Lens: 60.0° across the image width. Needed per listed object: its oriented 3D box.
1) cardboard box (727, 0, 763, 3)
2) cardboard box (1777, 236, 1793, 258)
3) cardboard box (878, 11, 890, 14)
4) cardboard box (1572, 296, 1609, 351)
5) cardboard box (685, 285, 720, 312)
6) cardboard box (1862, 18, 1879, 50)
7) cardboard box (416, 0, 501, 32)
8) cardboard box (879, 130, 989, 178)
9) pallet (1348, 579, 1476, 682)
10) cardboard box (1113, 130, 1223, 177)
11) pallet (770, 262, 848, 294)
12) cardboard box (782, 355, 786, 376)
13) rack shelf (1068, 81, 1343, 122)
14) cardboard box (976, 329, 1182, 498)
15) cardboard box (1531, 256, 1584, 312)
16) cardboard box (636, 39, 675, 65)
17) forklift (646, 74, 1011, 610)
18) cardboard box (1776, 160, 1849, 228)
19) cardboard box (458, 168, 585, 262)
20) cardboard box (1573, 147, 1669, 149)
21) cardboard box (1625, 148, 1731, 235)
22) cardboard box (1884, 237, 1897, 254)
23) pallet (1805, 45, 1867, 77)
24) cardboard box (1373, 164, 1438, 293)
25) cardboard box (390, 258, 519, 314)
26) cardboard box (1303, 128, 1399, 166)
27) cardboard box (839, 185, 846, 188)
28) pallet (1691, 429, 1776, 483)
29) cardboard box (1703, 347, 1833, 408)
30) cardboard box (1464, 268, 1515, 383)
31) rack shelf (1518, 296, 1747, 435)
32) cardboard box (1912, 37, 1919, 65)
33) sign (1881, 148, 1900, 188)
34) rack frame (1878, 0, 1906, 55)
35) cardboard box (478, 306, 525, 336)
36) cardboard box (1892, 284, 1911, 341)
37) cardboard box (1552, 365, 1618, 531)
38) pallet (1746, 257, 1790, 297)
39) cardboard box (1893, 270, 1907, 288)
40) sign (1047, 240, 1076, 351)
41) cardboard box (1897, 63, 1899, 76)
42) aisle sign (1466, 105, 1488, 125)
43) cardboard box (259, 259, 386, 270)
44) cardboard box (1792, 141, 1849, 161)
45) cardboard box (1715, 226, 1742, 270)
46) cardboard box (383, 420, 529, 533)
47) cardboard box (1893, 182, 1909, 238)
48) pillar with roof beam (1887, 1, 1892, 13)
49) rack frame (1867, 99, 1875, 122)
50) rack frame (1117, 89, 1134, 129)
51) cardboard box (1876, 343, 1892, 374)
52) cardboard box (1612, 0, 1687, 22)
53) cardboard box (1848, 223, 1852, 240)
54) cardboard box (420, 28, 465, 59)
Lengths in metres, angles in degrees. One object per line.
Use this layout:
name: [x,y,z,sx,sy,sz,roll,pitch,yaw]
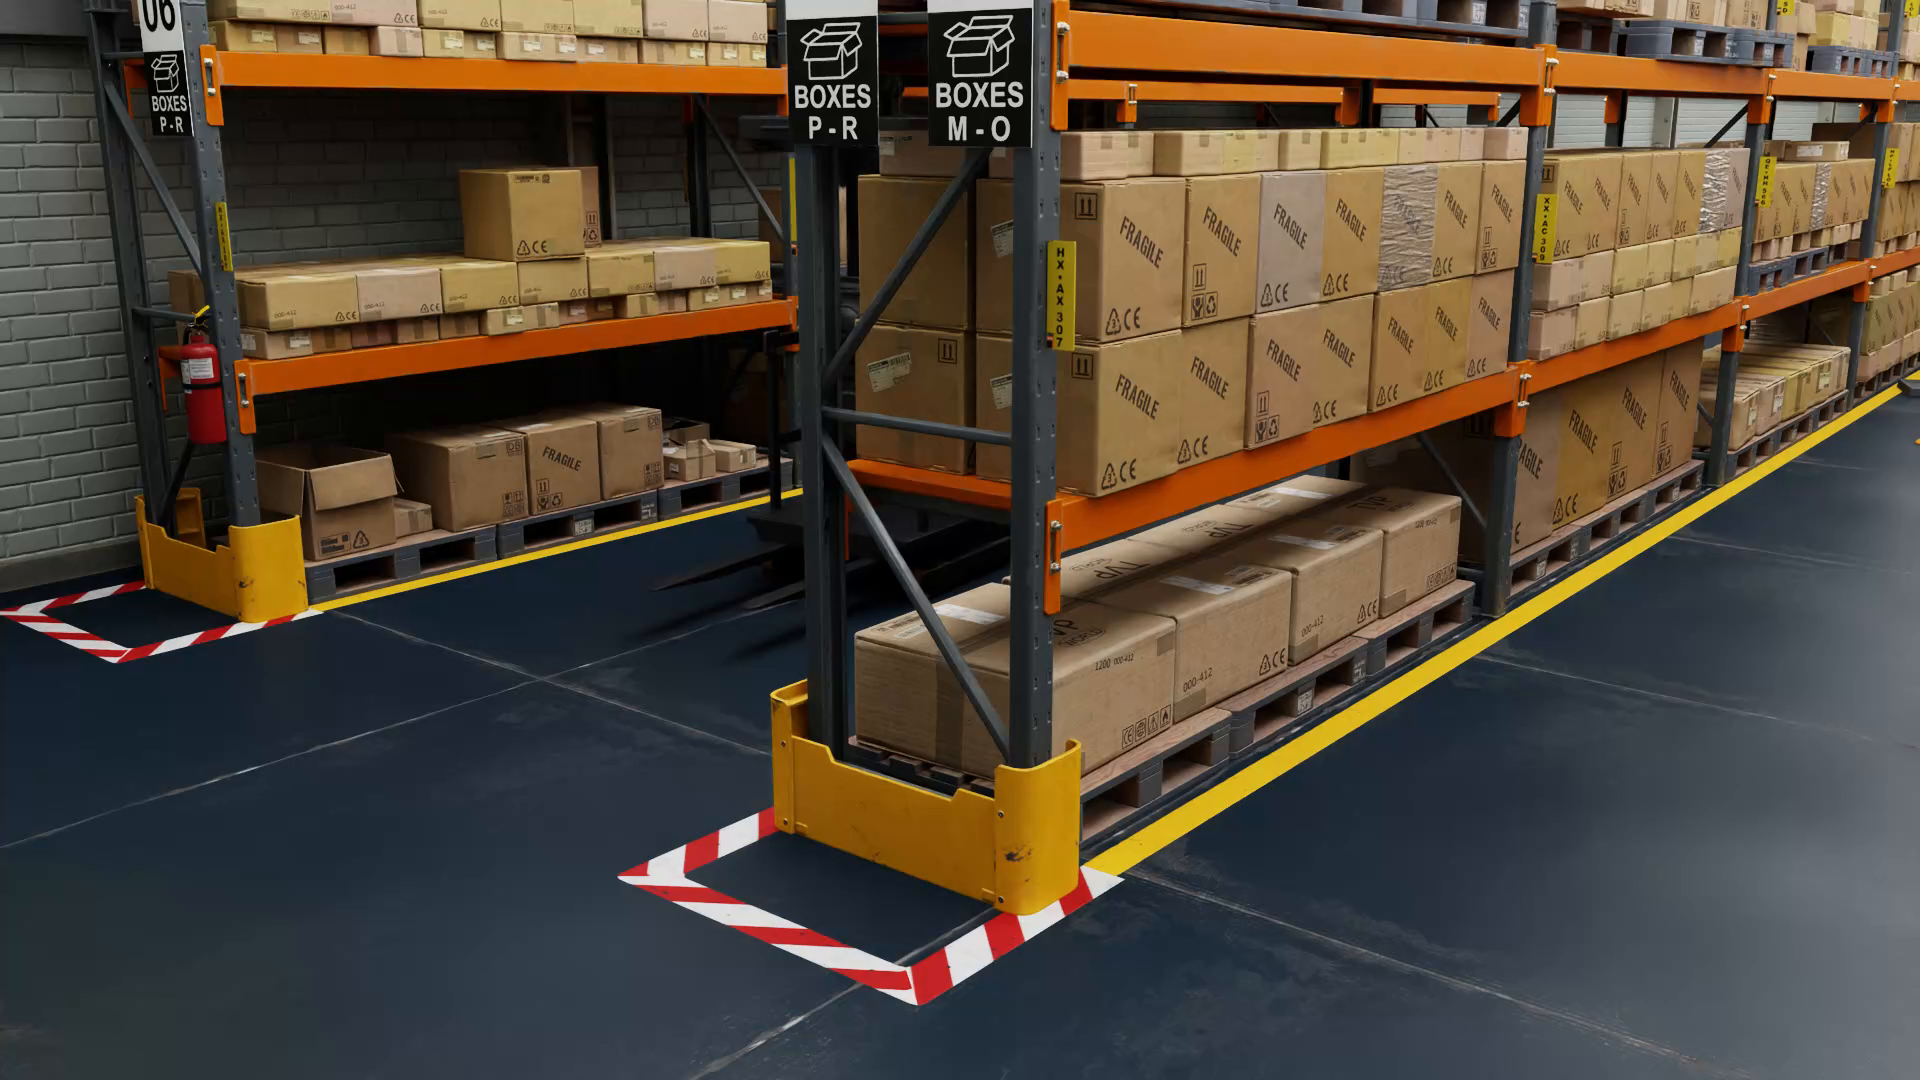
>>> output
cardboard box: [-1.603,-3.531,10.525,0.500,0.250,0.500,11,18,38]
cardboard box: [5.854,-2.155,12.172,0.380,0.149,0.250,11,18,38]
cardboard box: [-0.703,-3.585,11.506,0.380,0.149,0.250,11,18,38]
cardboard box: [3.196,-1.200,9.061,0.500,0.250,0.500,11,18,36]
cardboard box: [-1.768,-1.569,10.718,0.380,0.149,0.250,12,18,39]
cardboard box: [7.164,-4.113,13.580,0.500,0.250,0.500,11,18,36]
cardboard box: [-2.860,-2.896,9.040,0.500,0.250,0.500,11,18,36]
cardboard box: [-0.054,-1.312,5.642,0.380,0.149,0.250,12,18,38]
pallet: [1.852,0.355,8.298,1.003,0.211,1.213,11,18,38]
cardboard box: [0.677,-1.330,5.716,0.380,0.149,0.250,12,19,39]
pallet: [-0.885,-1.941,12.061,1.003,0.211,1.213,11,18,38]
cardboard box: [-1.040,-1.232,11.786,0.380,0.149,0.250,12,19,40]
rack shelf: [2.298,-4.152,15.744,1.077,0.370,4.000,11,18,38]
cardboard box: [0.401,-0.460,5.640,0.500,0.500,0.500,11,18,37]
cardboard box: [2.886,-1.341,8.597,0.500,0.250,0.500,11,18,36]
cardboard box: [-1.959,-2.972,10.150,0.380,0.149,0.250,11,18,37]
forklift: [-0.474,-1.235,9.030,1.130,2.935,3.031,9,17,31]
cardboard box: [6.667,-2.742,13.163,0.500,0.500,0.500,12,19,39]
cardboard box: [-2.549,-1.899,9.684,0.500,0.500,0.500,12,18,39]
cardboard box: [4.404,-2.373,11.137,0.500,0.500,0.500,11,18,36]
cardboard box: [4.467,-2.190,10.419,0.500,0.500,0.500,12,18,39]
cardboard box: [8.310,-2.705,15.190,0.380,0.149,0.250,12,19,39]
pallet: [6.298,-3.724,12.981,1.213,0.211,1.003,11,18,38]
cardboard box: [1.671,-1.335,7.054,0.500,0.500,0.500,12,18,38]
cardboard box: [-2.859,-1.443,9.410,0.500,0.250,0.500,11,18,36]
cardboard box: [1.592,-1.635,6.914,0.380,0.149,0.250,11,18,36]
cardboard box: [-0.669,-2.307,12.056,0.700,0.500,0.500,12,18,38]
pallet: [5.397,-0.694,12.427,1.003,0.211,1.213,11,18,38]
cardboard box: [6.642,-1.353,13.842,0.950,0.372,0.625,13,19,41]
cardboard box: [2.298,-1.050,7.963,0.500,0.500,0.500,11,18,38]
rack shelf: [3.648,-1.165,10.077,1.077,0.370,4.000,11,18,38]
cardboard box: [8.225,-4.330,14.683,0.500,0.250,0.500,11,18,37]
sign: [7.853,-3.138,14.033,0.100,0.325,0.005,11,18,38]
rack frame: [7.419,-5.570,13.773,1.000,3.000,0.127,11,18,38]
cardboard box: [-2.718,-1.269,9.538,0.380,0.149,0.250,11,18,36]
cardboard box: [8.654,-2.171,15.787,0.500,0.500,0.500,12,19,40]
cardboard box: [3.280,-0.609,9.892,0.875,0.875,0.875,12,19,39]
pallet: [5.270,-1.956,12.121,1.213,0.211,1.003,11,18,38]
cardboard box: [8.613,-2.448,15.557,0.380,0.149,0.250,13,19,41]
sign: [0.304,-0.735,5.006,0.100,0.325,0.005,11,18,38]
cardboard box: [7.809,-4.016,14.259,0.380,0.149,0.250,11,18,37]
aisle sign: [6.339,-5.423,20.098,0.394,0.787,0.004,11,18,38]
cardboard box: [-3.579,-1.431,9.364,0.500,0.250,0.500,11,18,38]
cardboard box: [6.881,-3.116,13.318,0.380,0.149,0.250,11,18,36]
cardboard box: [4.798,-1.934,10.933,0.500,0.250,0.500,11,18,37]
cardboard box: [-2.961,-0.384,9.766,0.700,0.500,0.500,12,19,40]
cardboard box: [8.209,-2.996,15.017,0.500,0.500,0.500,11,18,37]
pillar with roof beam: [27.135,-12.189,39.826,9.100,9.000,0.400,11,18,38]
rack frame: [9.933,-3.428,17.527,1.000,3.000,0.127,11,18,38]
rack frame: [1.041,-2.664,14.517,1.000,3.000,0.127,11,18,38]
cardboard box: [8.326,-1.708,15.488,0.500,0.250,0.500,13,19,41]
cardboard box: [3.811,-3.018,9.240,0.396,0.266,0.258,13,19,42]
cardboard box: [7.130,-2.555,13.746,0.380,0.149,0.250,11,18,36]
cardboard box: [-2.891,-2.673,8.970,0.380,0.149,0.250,11,18,37]
